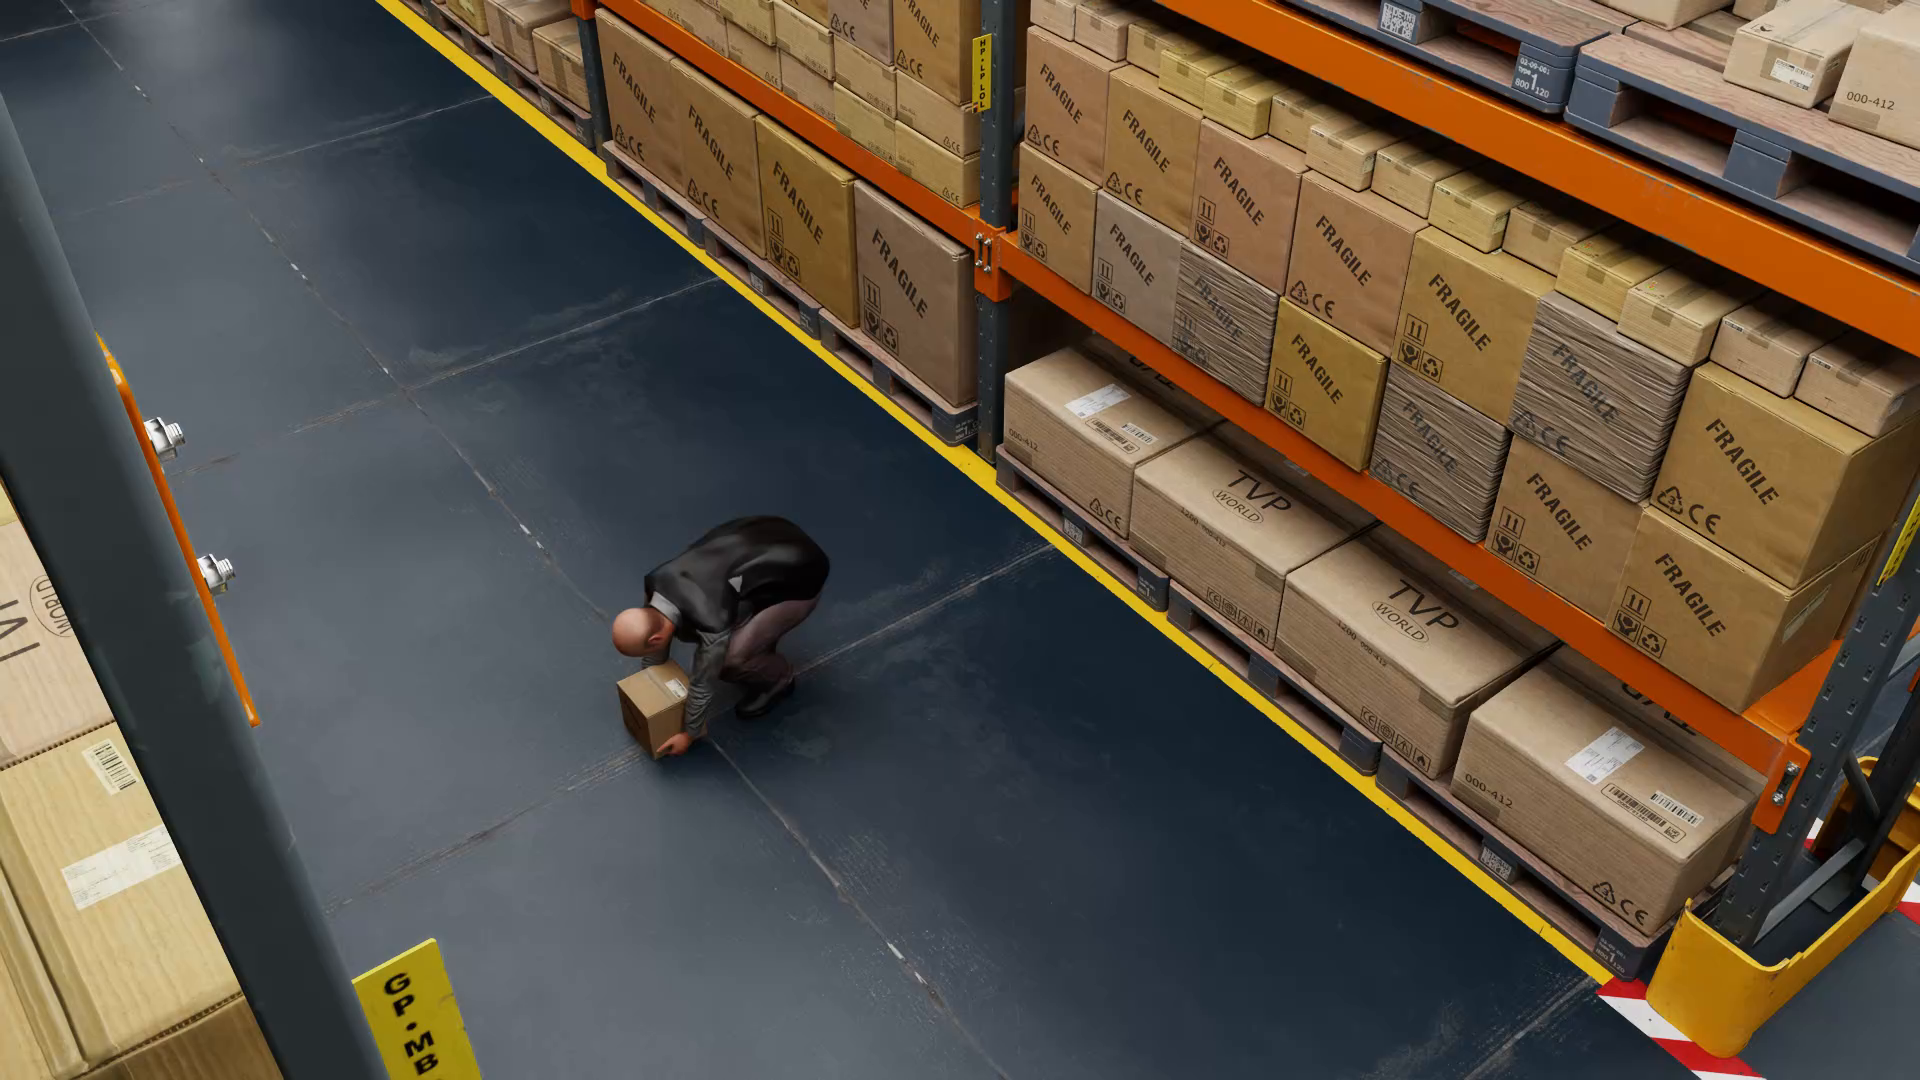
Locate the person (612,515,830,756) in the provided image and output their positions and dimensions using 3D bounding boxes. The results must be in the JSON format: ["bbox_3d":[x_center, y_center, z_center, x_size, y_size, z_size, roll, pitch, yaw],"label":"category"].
[{"bbox_3d":[-0.969,0.359,6.742,0.947,0.815,0.502,-28,47,-29],"label":"person"}]
